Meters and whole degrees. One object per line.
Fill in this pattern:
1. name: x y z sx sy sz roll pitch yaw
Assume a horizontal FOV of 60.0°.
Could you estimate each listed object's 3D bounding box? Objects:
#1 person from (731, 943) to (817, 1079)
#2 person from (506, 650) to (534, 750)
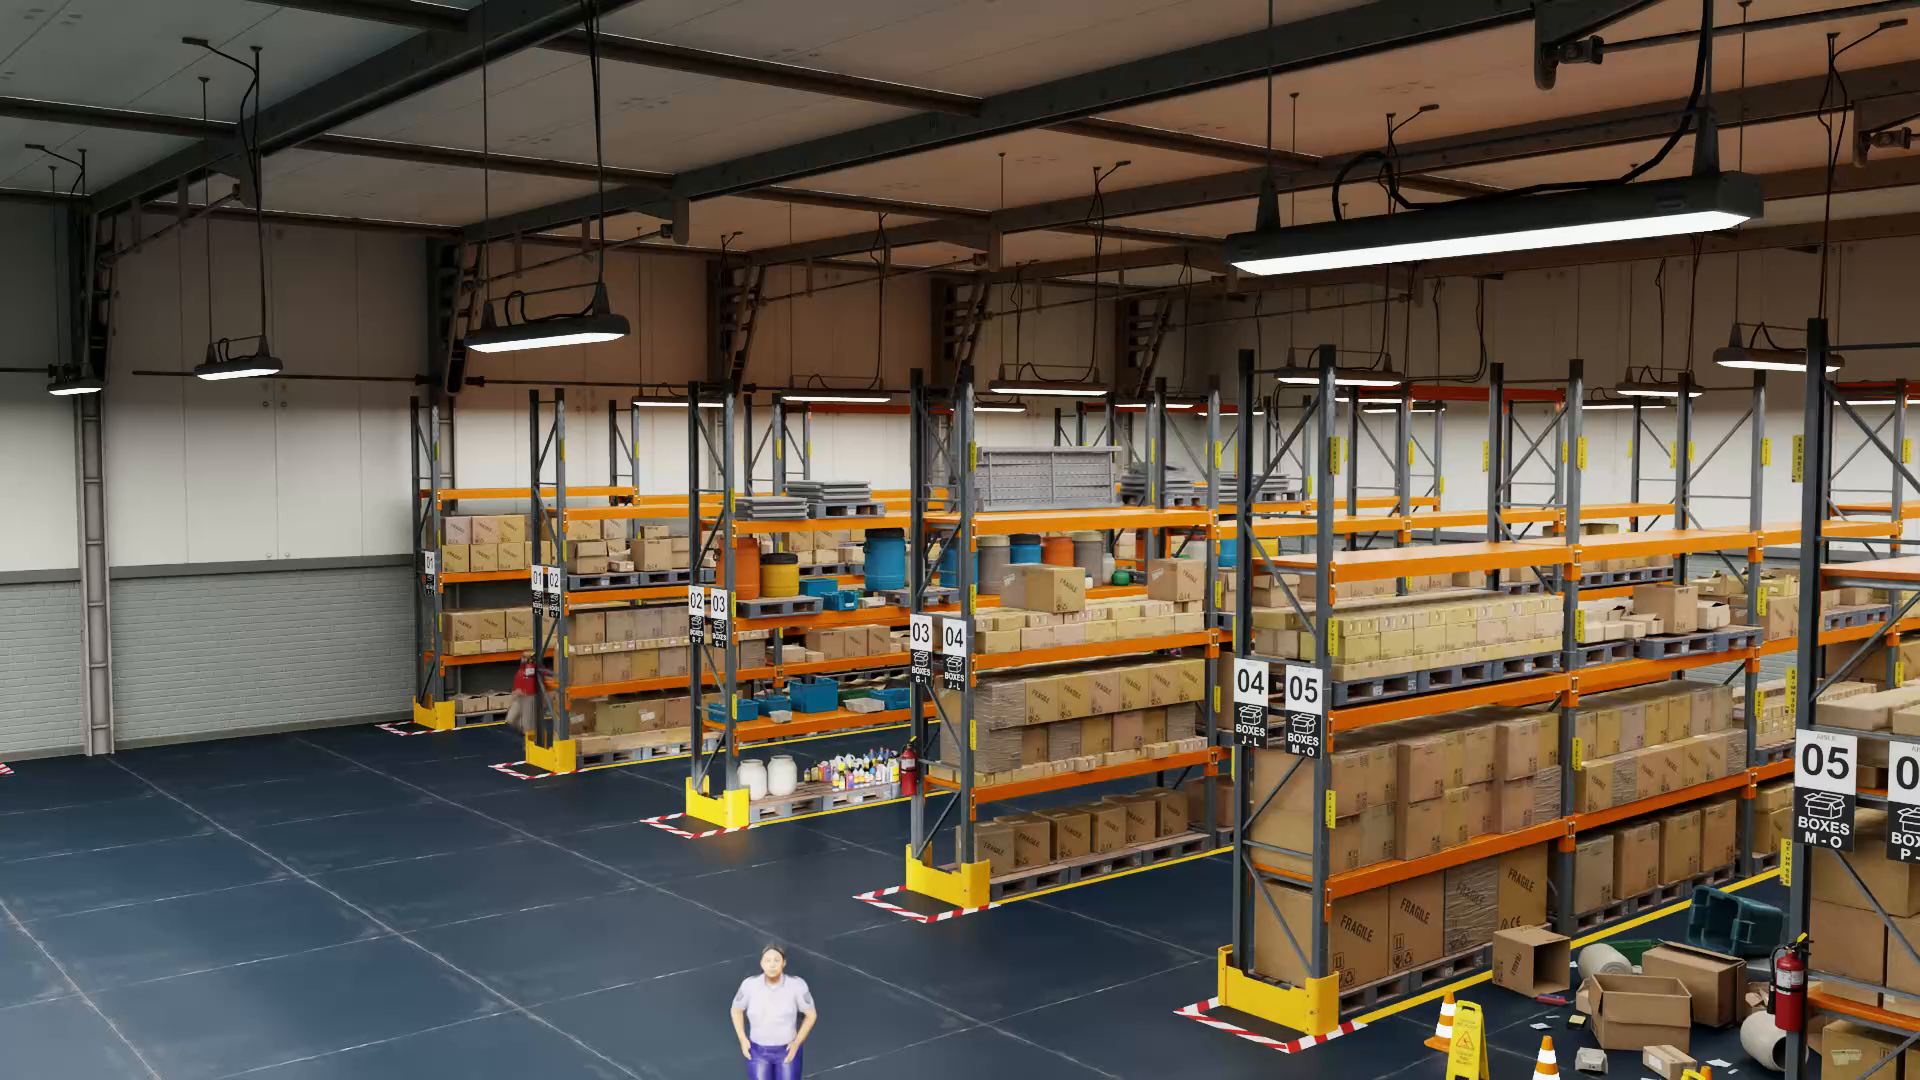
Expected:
1. person: -1.328 3.665 11.839 0.614 1.629 0.659 0 3 -1
2. person: -7.274 2.683 27.756 0.648 1.679 0.587 3 4 39
